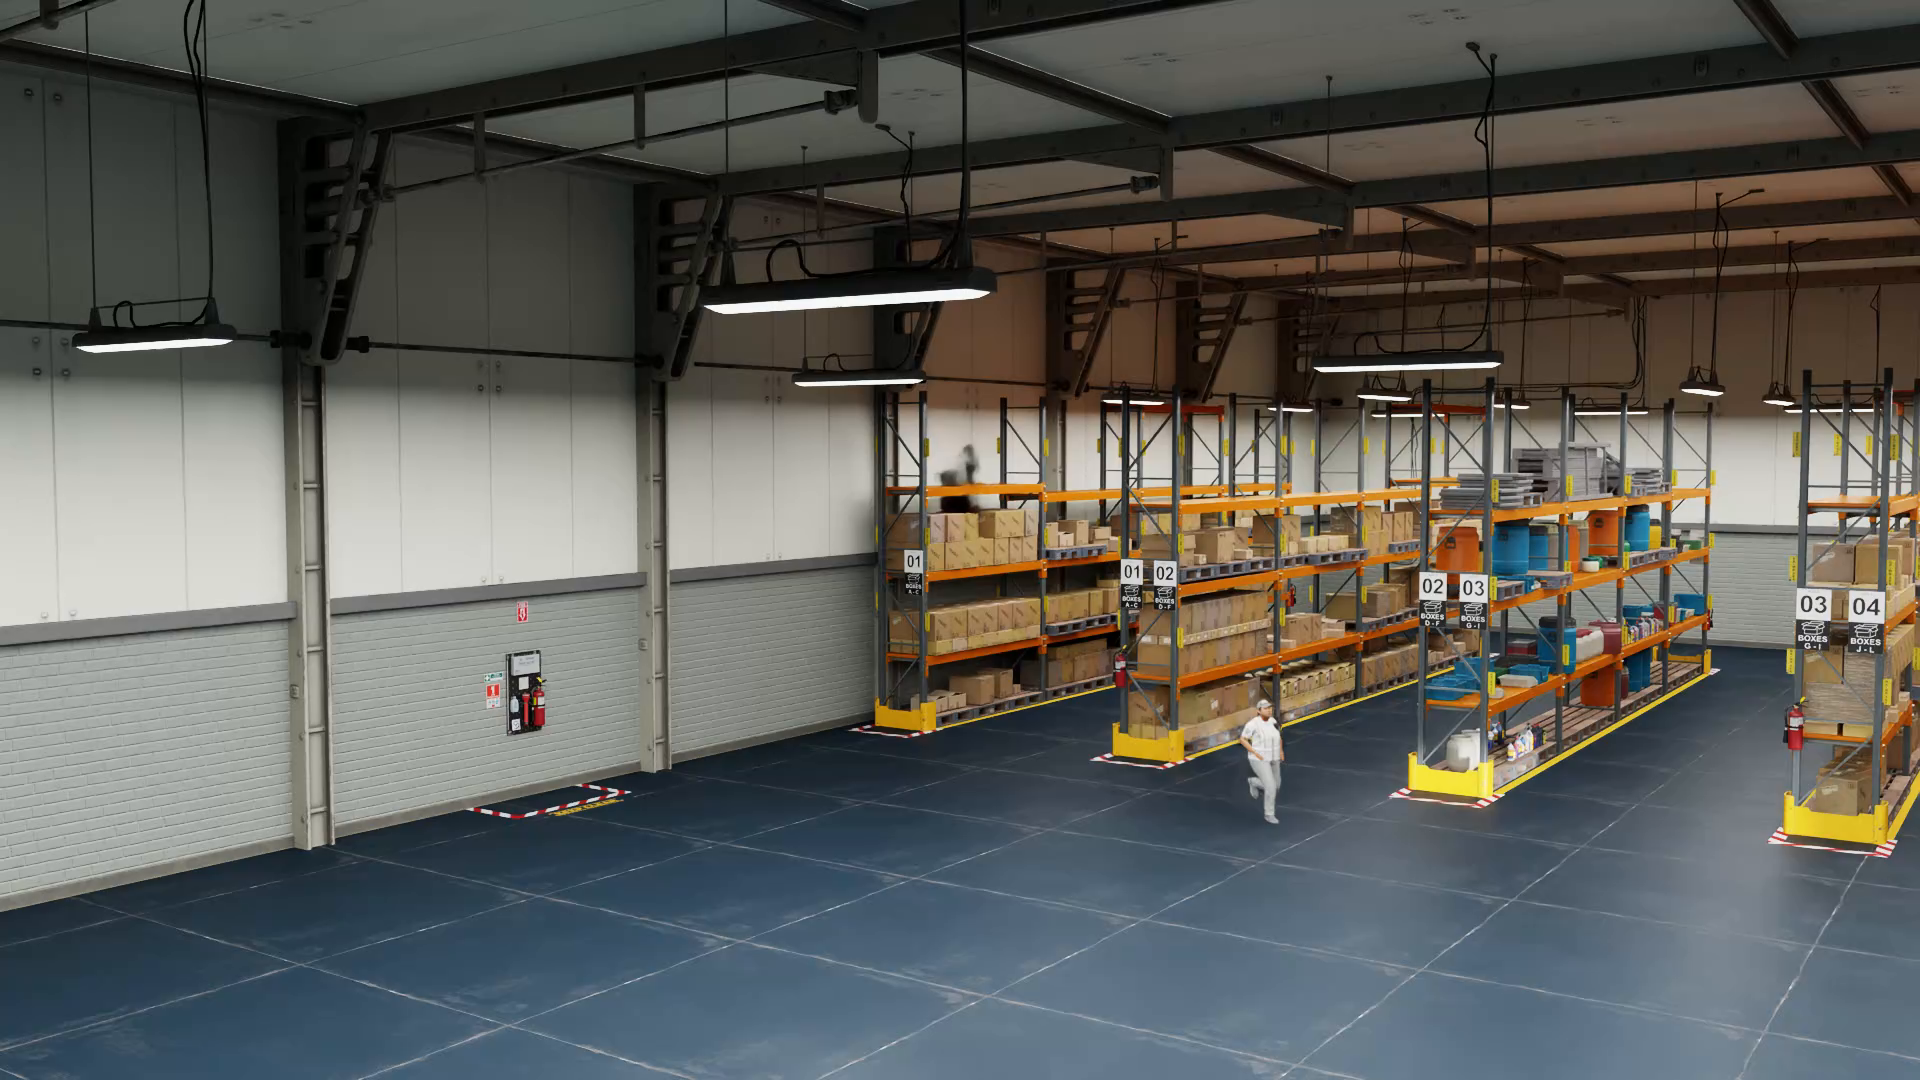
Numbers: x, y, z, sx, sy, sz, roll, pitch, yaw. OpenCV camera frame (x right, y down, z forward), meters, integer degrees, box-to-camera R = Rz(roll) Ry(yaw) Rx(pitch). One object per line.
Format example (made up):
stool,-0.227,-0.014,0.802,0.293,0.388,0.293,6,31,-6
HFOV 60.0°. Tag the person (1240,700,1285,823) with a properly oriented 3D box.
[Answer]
person,4.102,2.968,22.490,0.602,1.630,0.770,-2,4,-31
